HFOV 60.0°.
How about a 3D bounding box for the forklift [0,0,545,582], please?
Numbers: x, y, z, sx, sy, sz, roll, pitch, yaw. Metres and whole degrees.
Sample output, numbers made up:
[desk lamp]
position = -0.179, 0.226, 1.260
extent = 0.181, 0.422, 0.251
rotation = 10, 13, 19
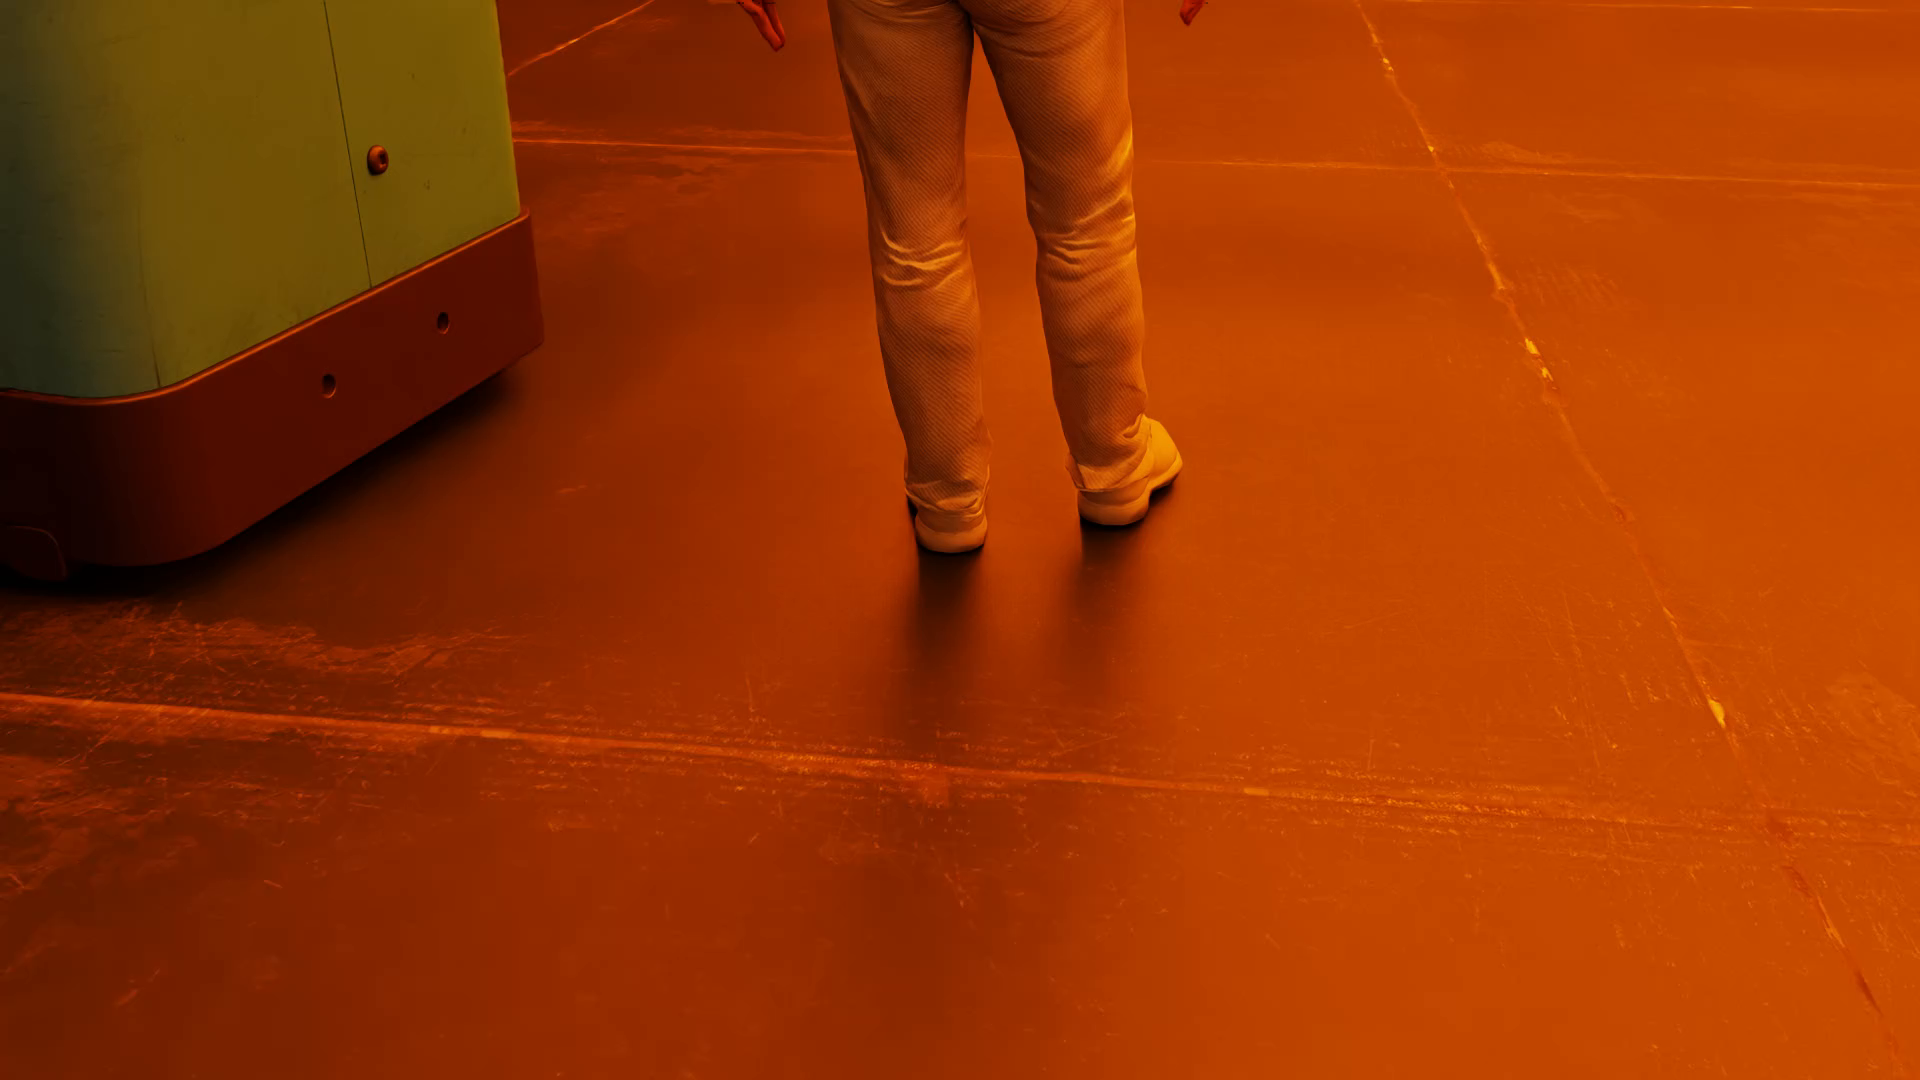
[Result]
[forklift]
position = -2.344, -1.627, 2.478
extent = 3.031, 2.935, 1.130
rotation = 8, 28, 16

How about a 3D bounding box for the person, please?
[person]
position = 0.014, -0.825, 2.166
extent = 0.666, 1.761, 0.575
rotation = 3, 27, 7
